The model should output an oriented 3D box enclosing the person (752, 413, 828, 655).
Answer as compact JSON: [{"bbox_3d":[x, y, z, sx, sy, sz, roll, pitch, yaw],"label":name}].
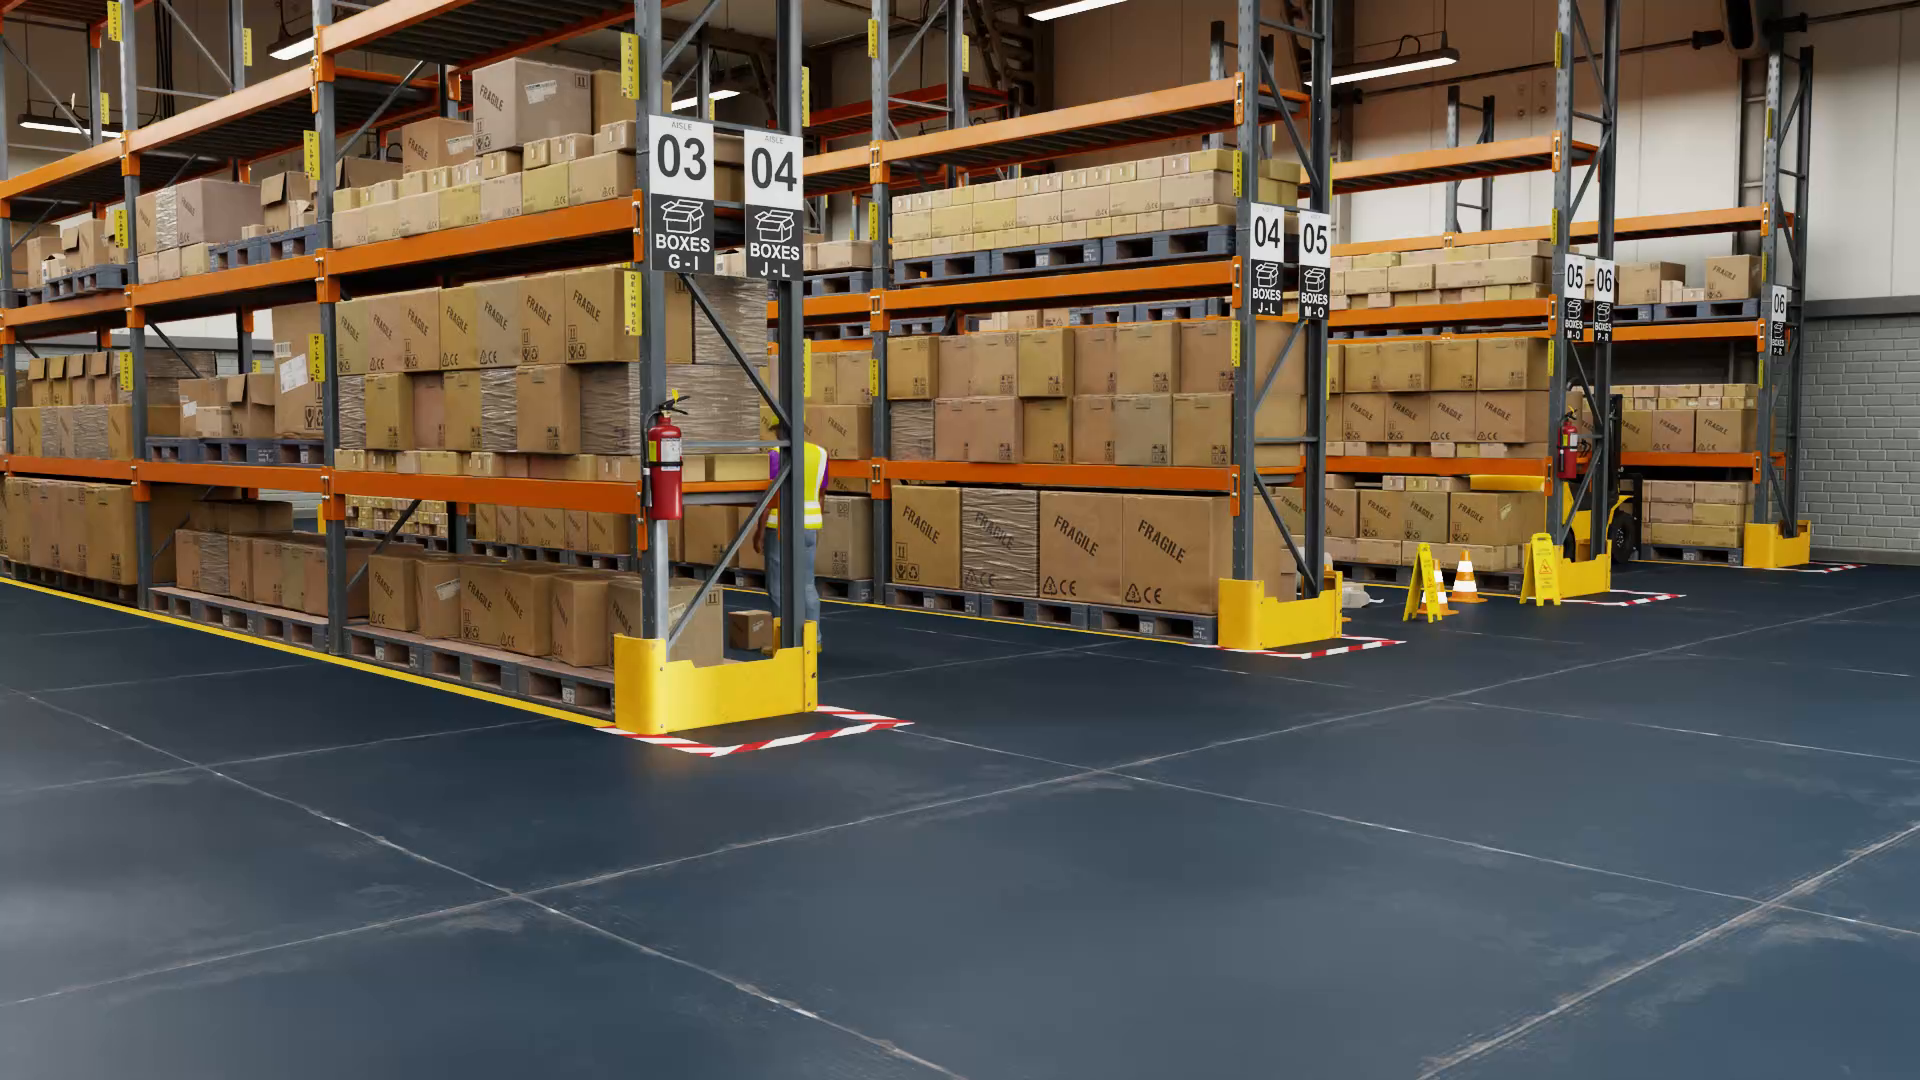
[{"bbox_3d":[-1.196,-0.072,11.721,0.568,1.759,0.368,-4,5,-43],"label":"person"}]
